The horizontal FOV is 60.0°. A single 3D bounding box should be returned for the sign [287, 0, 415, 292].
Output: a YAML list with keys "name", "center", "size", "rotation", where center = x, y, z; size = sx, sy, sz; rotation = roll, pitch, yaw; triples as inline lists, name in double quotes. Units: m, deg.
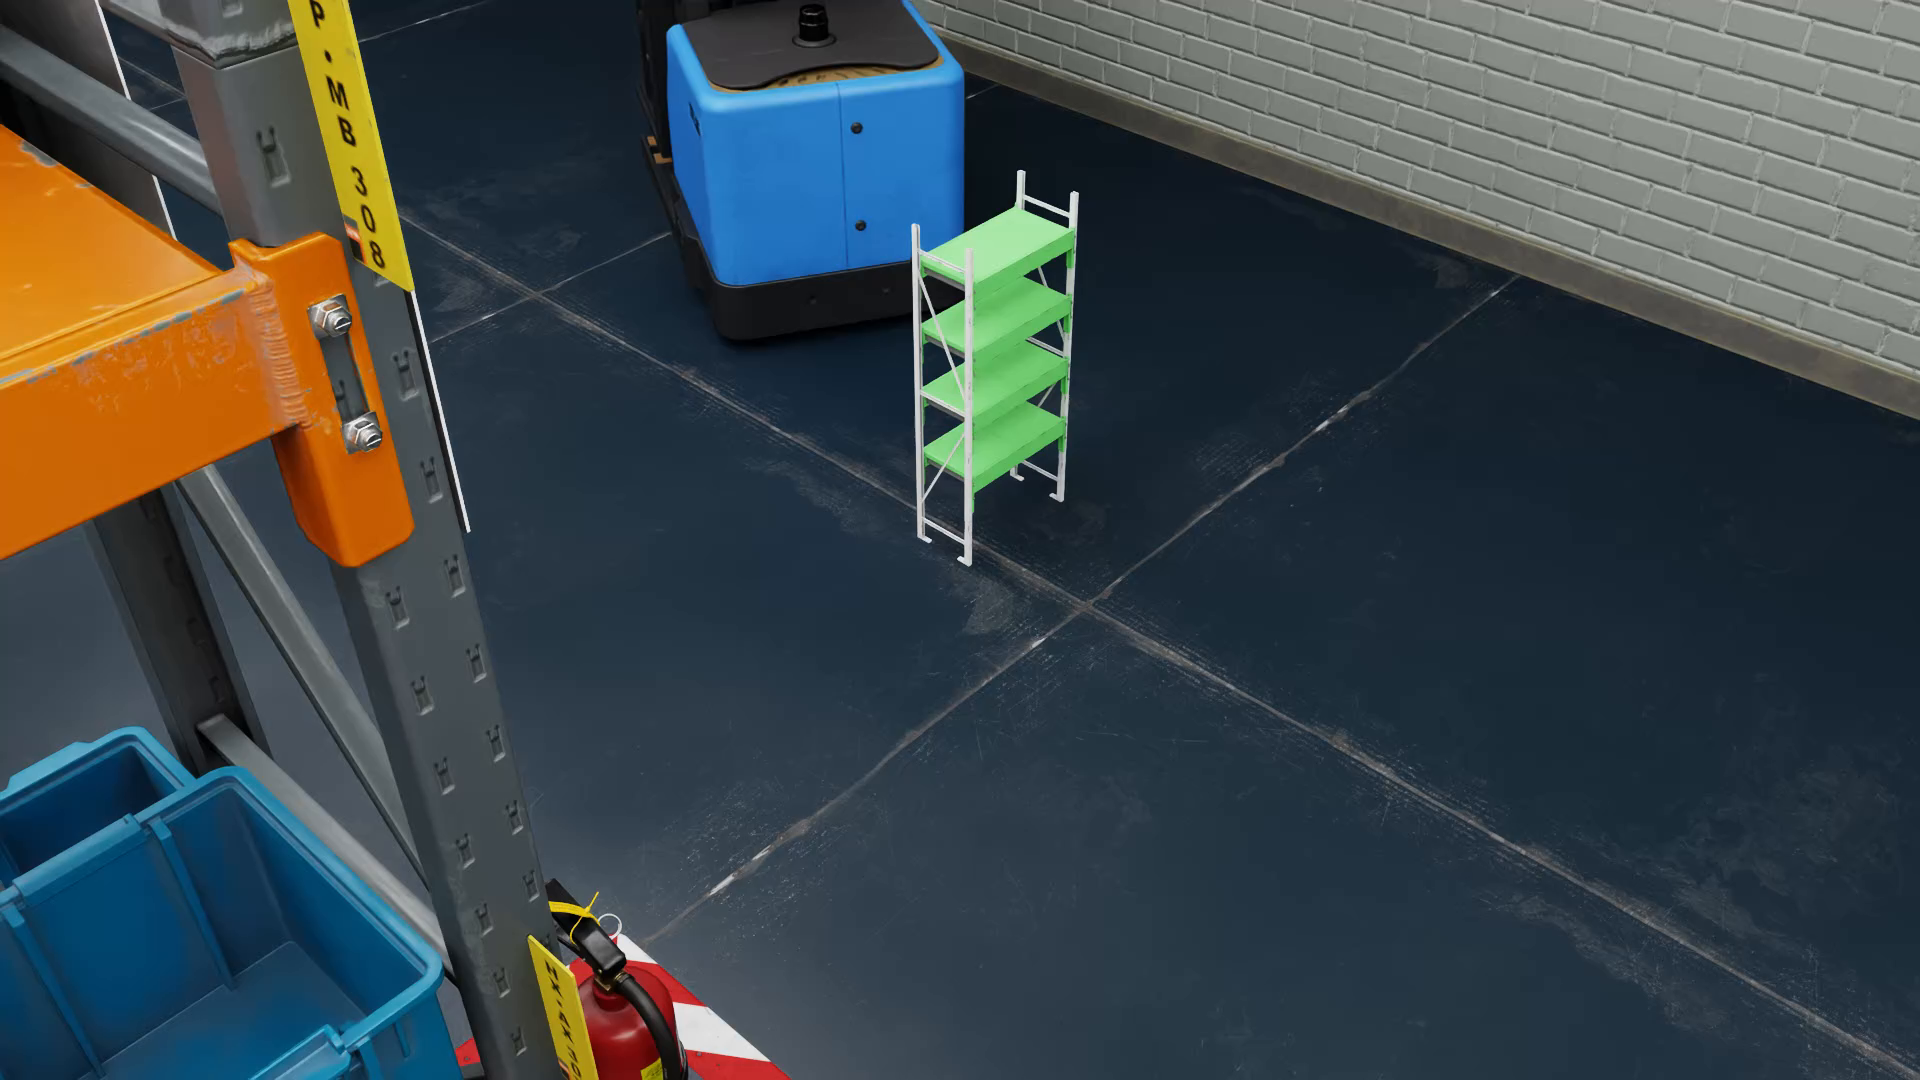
- name: "sign"
  center: [-0.553, -0.382, 1.494]
  size: [0.100, 0.325, 0.005]
  rotation: [30, 47, 32]

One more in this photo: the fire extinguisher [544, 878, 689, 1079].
- name: "fire extinguisher"
  center: [-0.533, 0.825, 2.664]
  size: [0.296, 0.674, 0.183]
  rotation: [30, 47, 32]

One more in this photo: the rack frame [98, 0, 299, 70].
- name: "rack frame"
  center: [-0.970, -1.821, 0.809]
  size: [1.000, 3.000, 0.127]
  rotation: [30, 47, 32]

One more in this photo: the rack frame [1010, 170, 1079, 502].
- name: "rack frame"
  center: [0.276, -0.658, 5.613]
  size: [0.240, 1.200, 0.015]
  rotation: [30, 47, 32]

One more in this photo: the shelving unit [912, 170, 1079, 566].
- name: "shelving unit"
  center: [0.112, -0.546, 5.472]
  size: [0.258, 1.200, 0.503]
  rotation: [30, 47, 32]

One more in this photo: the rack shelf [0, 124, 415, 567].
- name: "rack shelf"
  center: [-2.319, 0.554, 0.811]
  size: [1.077, 0.370, 4.000]
  rotation: [30, 47, 32]

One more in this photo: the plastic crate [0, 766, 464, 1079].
- name: "plastic crate"
  center: [-1.058, 0.722, 2.355]
  size: [0.616, 0.435, 0.499]
  rotation: [30, 47, 32]

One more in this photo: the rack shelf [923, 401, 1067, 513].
- name: "rack shelf"
  center: [0.112, -0.308, 5.661]
  size: [0.258, 0.148, 0.480]
  rotation: [30, 47, 32]

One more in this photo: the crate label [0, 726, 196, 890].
- name: "crate label"
  center: [-1.379, 0.545, 2.741]
  size: [0.416, 0.233, 0.303]
  rotation: [30, 47, 32]

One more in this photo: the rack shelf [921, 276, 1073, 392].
- name: "rack shelf"
  center: [0.112, -0.683, 5.363]
  size: [0.258, 0.148, 0.480]
  rotation: [30, 47, 32]

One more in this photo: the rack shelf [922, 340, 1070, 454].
- name: "rack shelf"
  center: [0.112, -0.496, 5.512]
  size: [0.258, 0.148, 0.480]
  rotation: [30, 47, 32]

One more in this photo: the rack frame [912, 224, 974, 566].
- name: "rack frame"
  center: [-0.053, -0.434, 5.331]
  size: [0.240, 1.200, 0.015]
  rotation: [30, 47, 32]

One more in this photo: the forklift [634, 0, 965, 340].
- name: "forklift"
  center: [-0.893, -2.868, 7.002]
  size: [1.130, 2.935, 3.031]
  rotation: [-11, 40, -14]

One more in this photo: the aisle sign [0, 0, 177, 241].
- name: "aisle sign"
  center: [-1.140, -0.648, 2.066]
  size: [0.394, 0.787, 0.004]
  rotation: [30, 47, 32]

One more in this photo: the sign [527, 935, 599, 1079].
- name: "sign"
  center: [-0.553, 0.687, 2.345]
  size: [0.100, 0.325, 0.005]
  rotation: [30, 47, 32]

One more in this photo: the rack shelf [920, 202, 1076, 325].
- name: "rack shelf"
  center: [0.112, -0.871, 5.213]
  size: [0.258, 0.148, 0.480]
  rotation: [30, 47, 32]

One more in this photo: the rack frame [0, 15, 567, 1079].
- name: "rack frame"
  center: [-0.970, 0.528, 2.676]
  size: [1.000, 3.000, 0.127]
  rotation: [30, 47, 32]

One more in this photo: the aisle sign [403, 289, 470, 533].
- name: "aisle sign"
  center: [-0.705, -0.400, 1.754]
  size: [0.394, 0.787, 0.004]
  rotation: [30, 47, 32]
